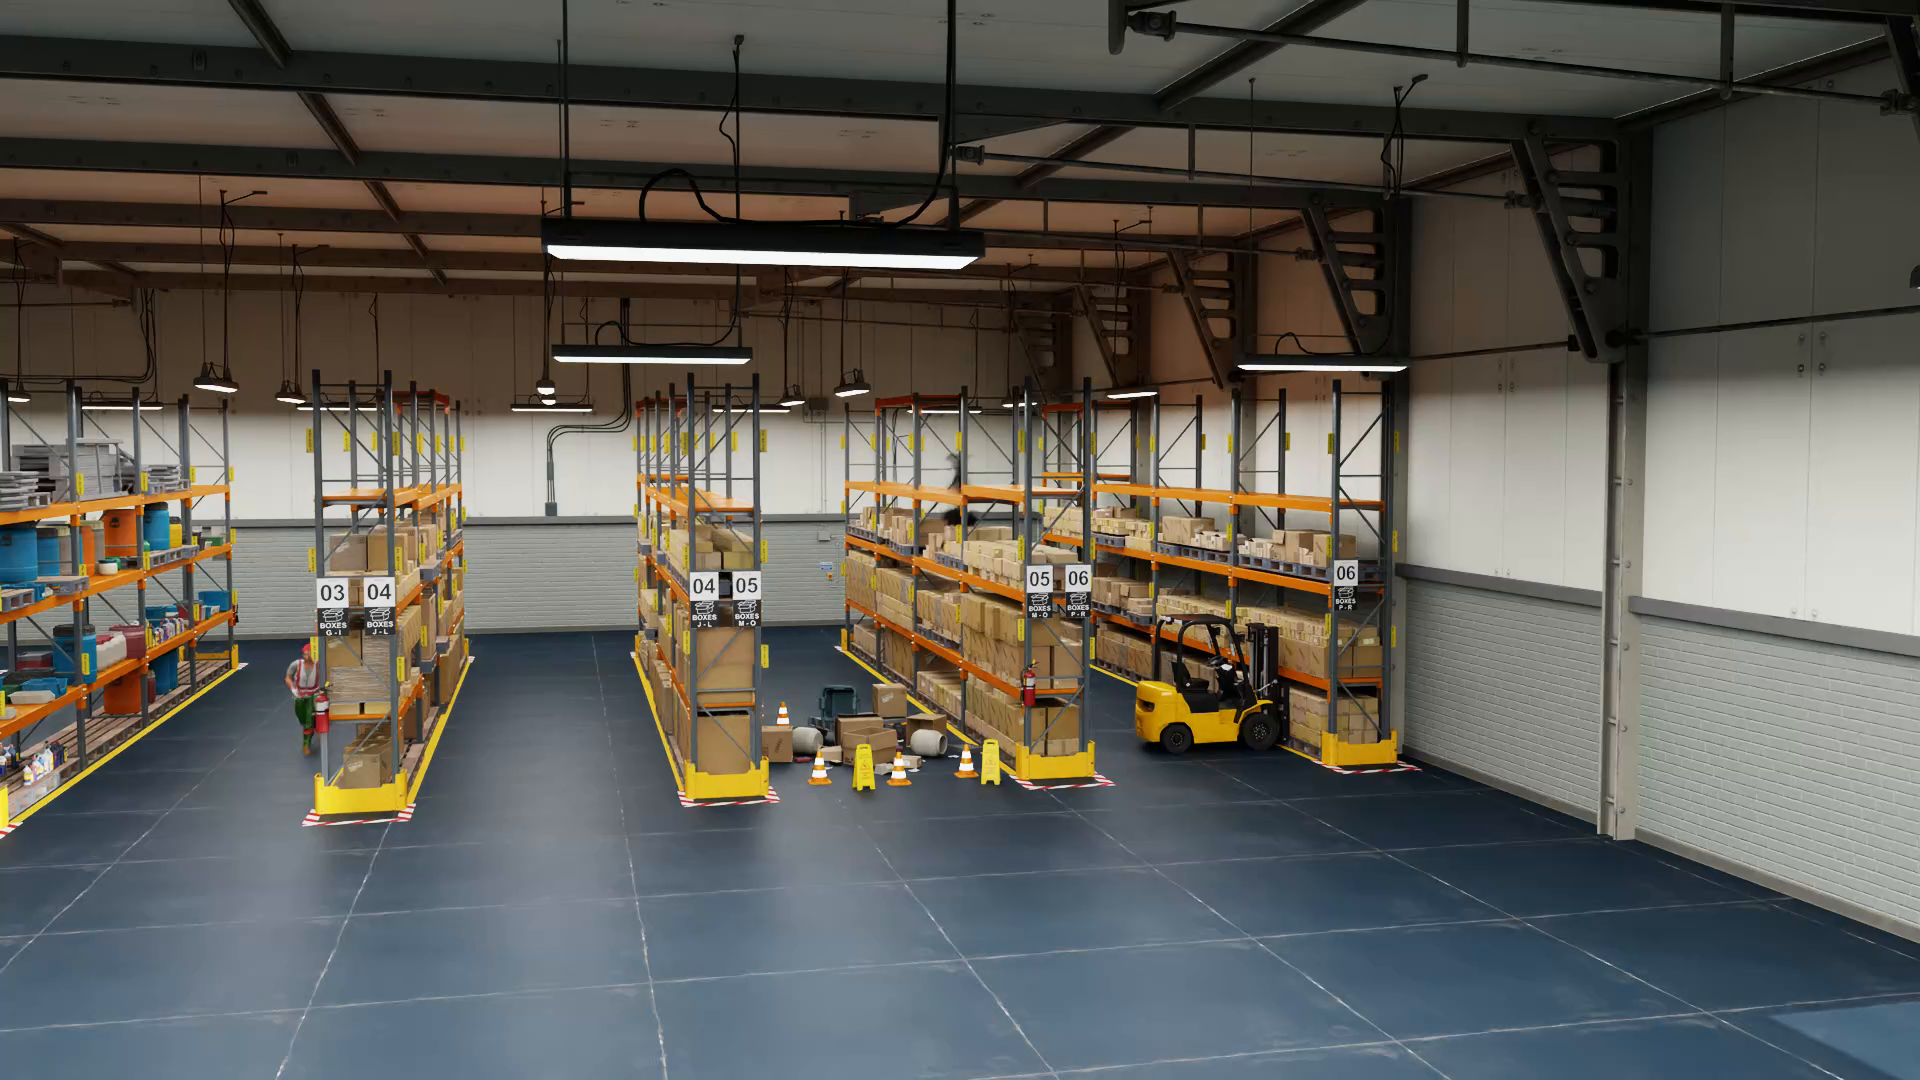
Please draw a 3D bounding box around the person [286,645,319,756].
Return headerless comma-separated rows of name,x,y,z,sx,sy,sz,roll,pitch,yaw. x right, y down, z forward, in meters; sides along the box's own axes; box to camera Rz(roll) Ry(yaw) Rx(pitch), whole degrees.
person,-10.657,2.568,27.177,0.658,1.772,1.073,-1,3,-18
